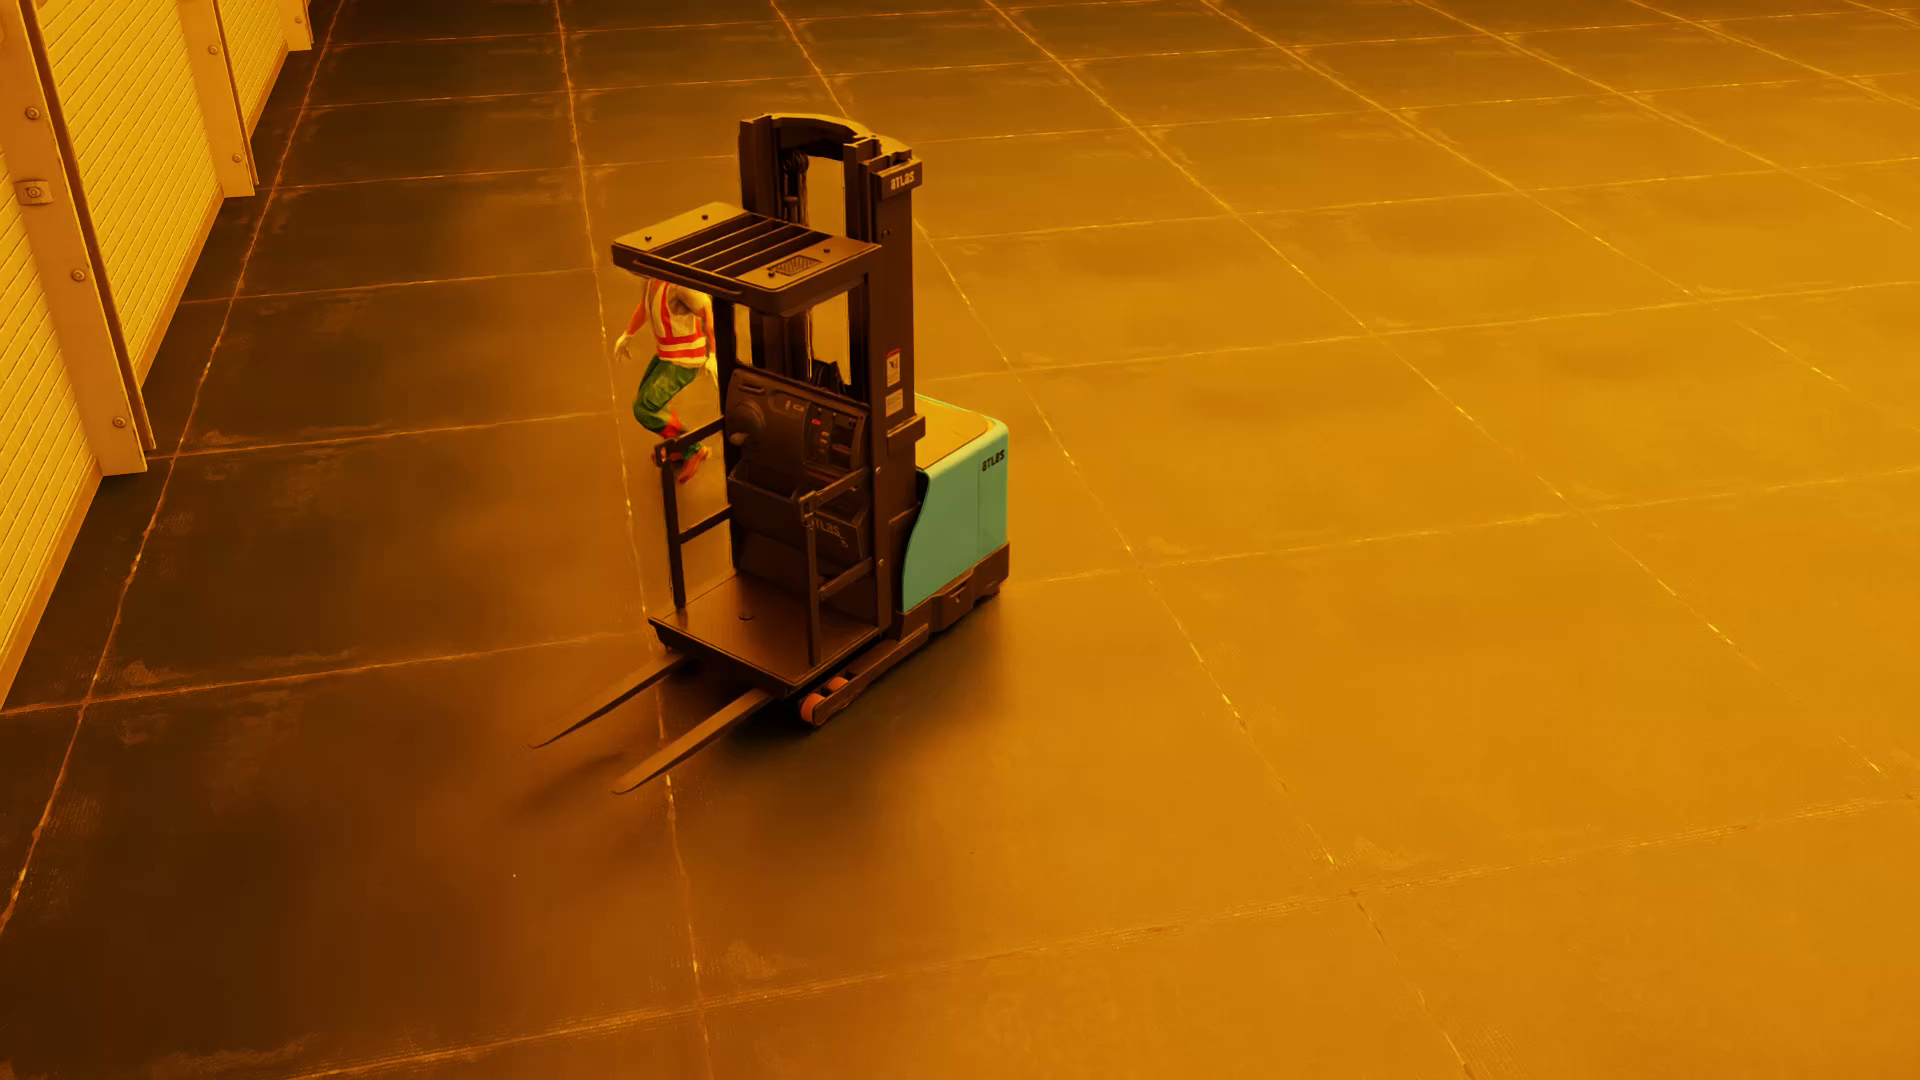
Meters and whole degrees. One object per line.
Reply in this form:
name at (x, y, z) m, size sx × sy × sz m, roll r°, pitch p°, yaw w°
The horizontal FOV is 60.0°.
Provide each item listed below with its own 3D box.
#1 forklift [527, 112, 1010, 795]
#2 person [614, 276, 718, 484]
forklift at (-0.991, -0.565, 8.551) m, size 1.130 × 2.935 × 3.031 m, roll 21°, pitch 36°, yaw 31°
person at (-1.918, -1.196, 10.907) m, size 0.621 × 1.676 × 0.831 m, roll -10°, pitch 32°, yaw -17°
